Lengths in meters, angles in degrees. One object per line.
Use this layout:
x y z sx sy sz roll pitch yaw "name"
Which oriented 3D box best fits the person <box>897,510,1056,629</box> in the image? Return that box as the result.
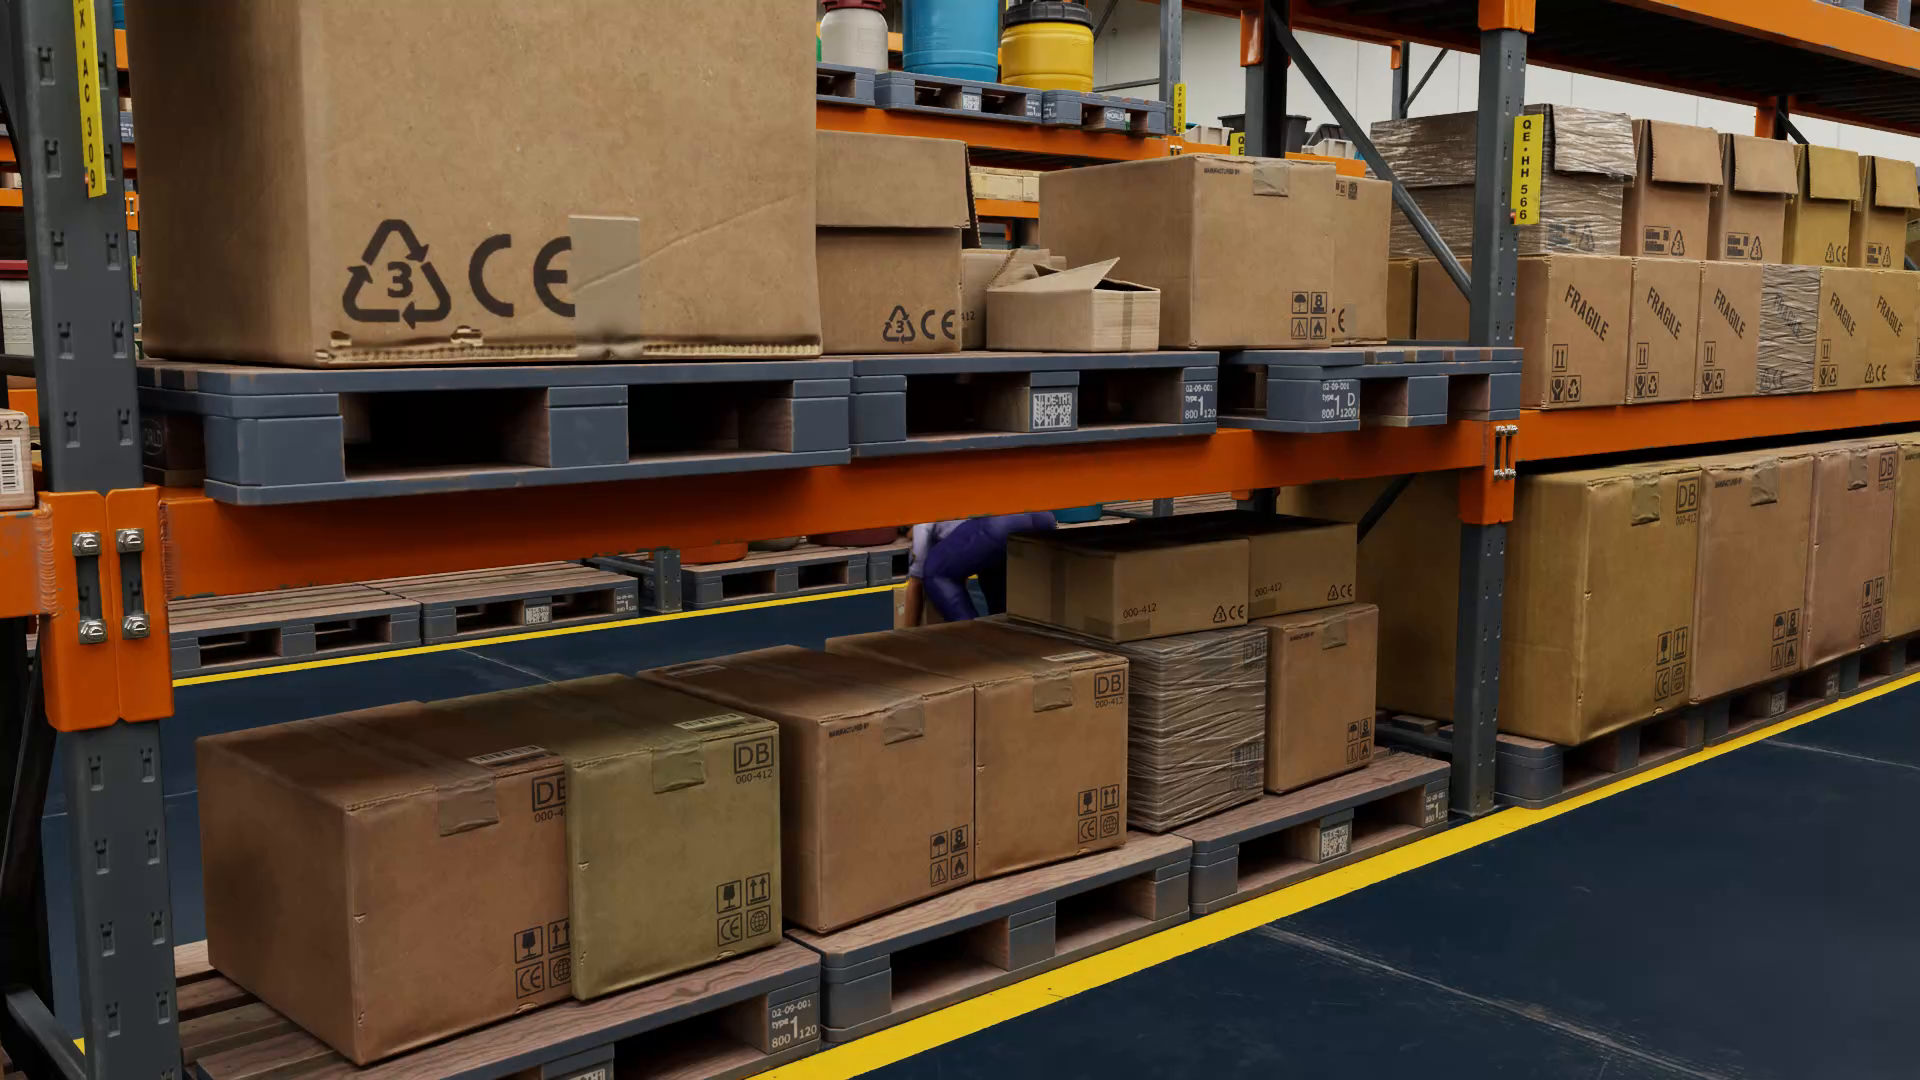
0.035 0.142 7.963 0.514 0.821 0.900 -7 10 -43 "person"
